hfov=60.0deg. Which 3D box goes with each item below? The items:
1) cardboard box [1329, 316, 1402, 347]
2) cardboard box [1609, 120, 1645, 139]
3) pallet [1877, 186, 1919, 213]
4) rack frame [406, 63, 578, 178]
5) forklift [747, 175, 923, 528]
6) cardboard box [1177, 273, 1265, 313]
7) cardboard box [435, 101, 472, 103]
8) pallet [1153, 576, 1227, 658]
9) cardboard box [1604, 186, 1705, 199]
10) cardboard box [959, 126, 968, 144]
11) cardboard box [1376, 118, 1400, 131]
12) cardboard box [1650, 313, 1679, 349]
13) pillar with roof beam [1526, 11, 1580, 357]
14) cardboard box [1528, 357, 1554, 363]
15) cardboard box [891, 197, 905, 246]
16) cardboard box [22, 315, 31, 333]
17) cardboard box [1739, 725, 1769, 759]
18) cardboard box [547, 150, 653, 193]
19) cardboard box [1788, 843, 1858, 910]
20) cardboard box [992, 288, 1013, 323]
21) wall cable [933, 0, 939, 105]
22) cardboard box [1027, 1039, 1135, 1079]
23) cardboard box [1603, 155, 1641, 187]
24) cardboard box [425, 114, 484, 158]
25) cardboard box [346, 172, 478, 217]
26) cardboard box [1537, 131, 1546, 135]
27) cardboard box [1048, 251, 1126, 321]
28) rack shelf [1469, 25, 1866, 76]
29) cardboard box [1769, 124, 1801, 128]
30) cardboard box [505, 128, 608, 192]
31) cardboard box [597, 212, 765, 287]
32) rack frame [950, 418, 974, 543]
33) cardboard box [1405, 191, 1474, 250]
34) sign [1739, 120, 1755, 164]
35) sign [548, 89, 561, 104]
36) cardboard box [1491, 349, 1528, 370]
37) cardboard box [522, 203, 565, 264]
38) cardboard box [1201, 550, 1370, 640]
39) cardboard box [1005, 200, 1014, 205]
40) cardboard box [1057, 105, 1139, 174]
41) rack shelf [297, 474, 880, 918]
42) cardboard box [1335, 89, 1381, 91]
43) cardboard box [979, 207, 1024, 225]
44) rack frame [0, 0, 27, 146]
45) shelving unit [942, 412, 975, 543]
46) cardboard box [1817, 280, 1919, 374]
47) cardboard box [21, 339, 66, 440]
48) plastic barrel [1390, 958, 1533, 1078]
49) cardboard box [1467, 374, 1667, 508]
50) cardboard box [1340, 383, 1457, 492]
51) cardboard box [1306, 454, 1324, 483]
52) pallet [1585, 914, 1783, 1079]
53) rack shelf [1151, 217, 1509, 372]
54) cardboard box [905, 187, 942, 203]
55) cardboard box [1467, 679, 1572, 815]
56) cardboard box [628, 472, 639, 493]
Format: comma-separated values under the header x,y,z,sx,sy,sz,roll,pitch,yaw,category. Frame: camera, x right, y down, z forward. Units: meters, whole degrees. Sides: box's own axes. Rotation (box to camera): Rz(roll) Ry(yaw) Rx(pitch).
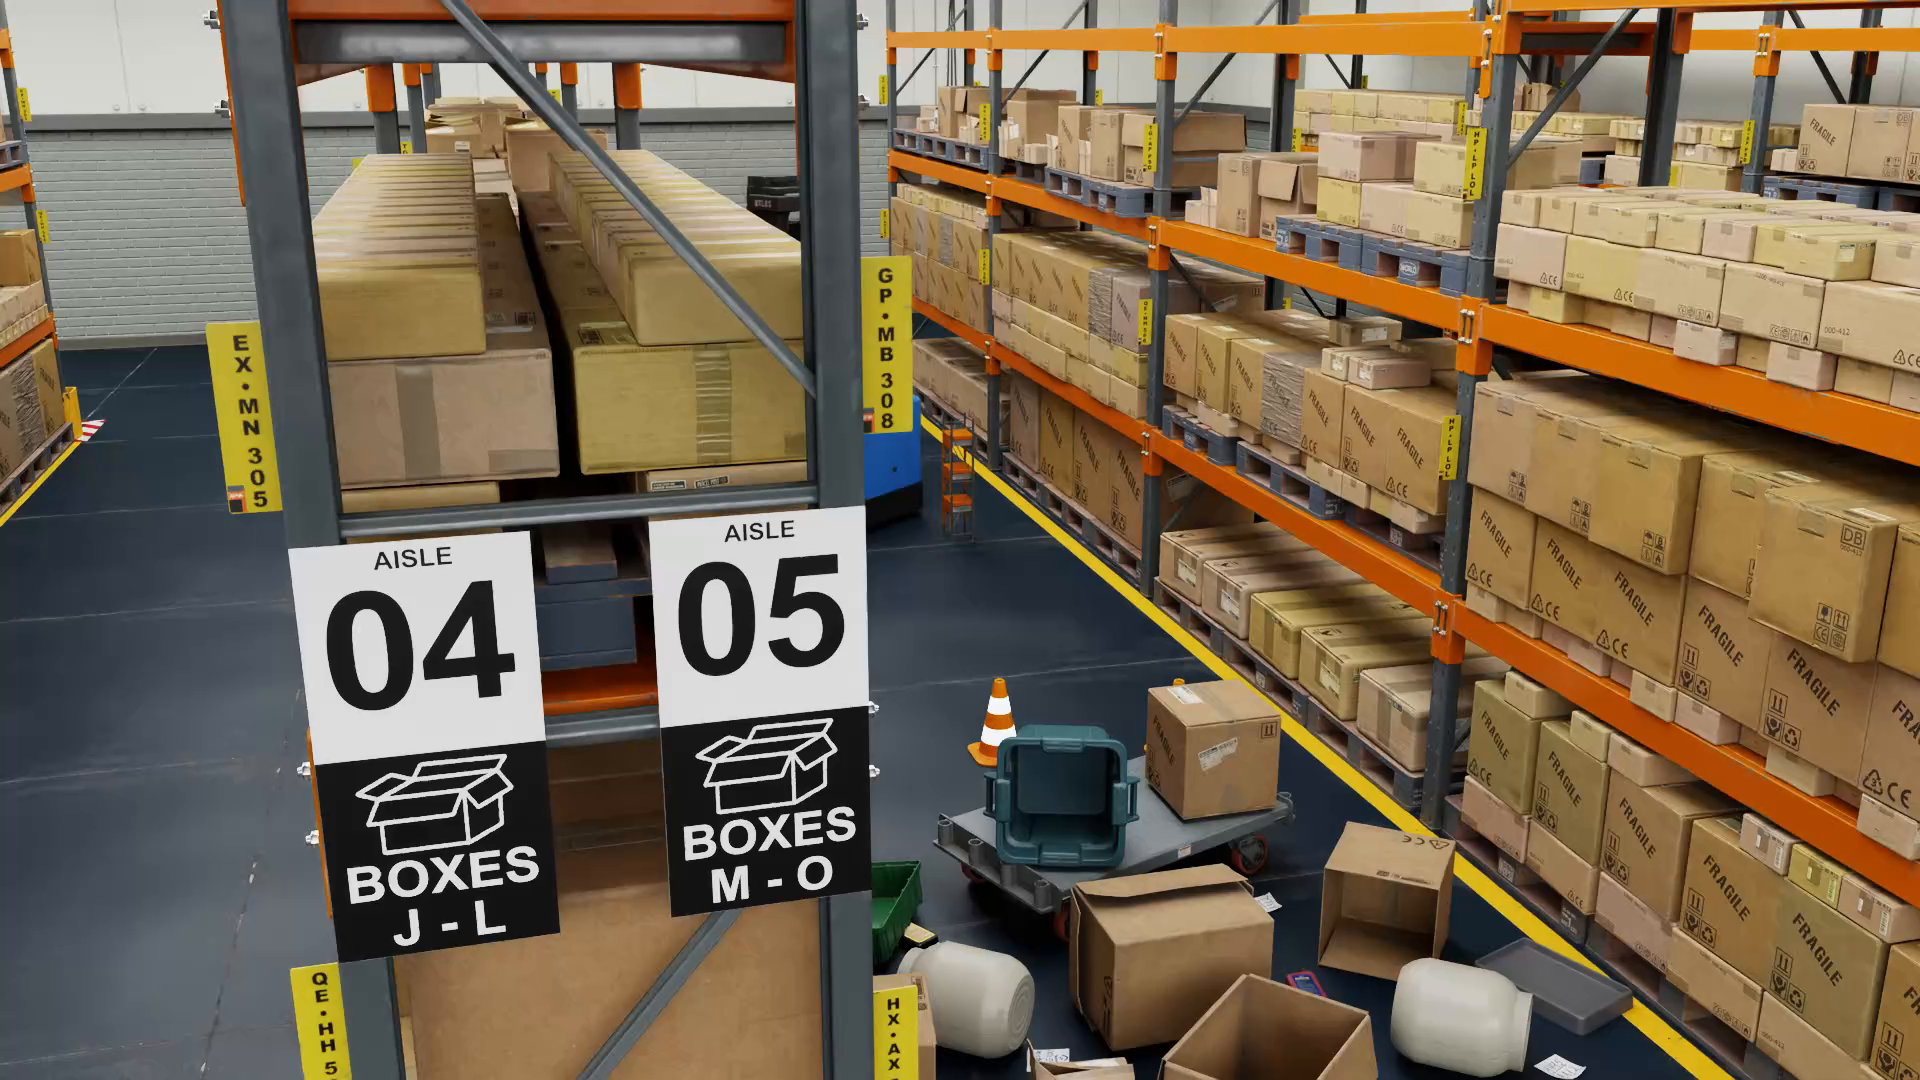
x,y,z,sx,sy,sz,roll,pitch,yaw,category
2.582,-1.325,10.601,0.380,0.149,0.250,-6,18,-18,cardboard box
5.897,-3.575,14.477,0.380,0.149,0.250,-5,17,-15,cardboard box
7.215,-2.303,11.519,1.003,0.211,1.213,-4,17,-13,pallet
-2.871,-3.507,9.985,1.000,3.000,0.127,-5,17,-15,rack frame
-1.822,-1.767,14.740,3.031,2.935,1.130,12,20,34,forklift
1.961,-1.736,12.604,0.500,0.500,0.500,-5,18,-17,cardboard box
-4.922,-4.171,16.108,0.380,0.149,0.250,-4,17,-14,cardboard box
2.074,0.499,11.925,1.003,0.211,1.213,-5,17,-15,pallet
3.257,-1.575,7.816,0.380,0.149,0.250,-4,17,-14,cardboard box
0.206,-3.949,16.205,0.380,0.149,0.250,-4,17,-14,cardboard box
4.877,-4.459,18.114,0.500,0.250,0.500,-4,17,-14,cardboard box
3.096,-0.874,6.869,0.380,0.149,0.250,-5,18,-17,cardboard box
2.069,-5.350,16.120,9.100,9.000,0.400,-5,17,-15,pillar with roof beam
5.912,-1.789,17.180,0.380,0.149,0.250,-5,18,-17,cardboard box
-0.479,-3.637,18.936,0.500,0.500,0.500,-5,17,-16,cardboard box
-9.242,-2.079,16.096,0.380,0.149,0.250,-4,17,-14,cardboard box
3.350,0.769,6.614,0.380,0.149,0.250,-5,17,-15,cardboard box
-1.364,-1.399,6.327,0.380,0.149,0.250,-5,17,-16,cardboard box
3.357,1.239,6.233,0.380,0.149,0.250,-4,17,-14,cardboard box
0.612,-2.183,15.398,0.500,0.250,0.500,-5,17,-17,cardboard box
-1.448,-7.749,24.107,2.355,3.000,0.029,-5,17,-15,wall cable
0.472,2.112,6.460,0.396,0.266,0.258,-2,17,-6,cardboard box
5.982,-3.212,14.476,0.500,0.250,0.500,-5,17,-15,cardboard box
-3.232,-2.576,10.596,0.396,0.266,0.258,-5,17,-15,cardboard box
-1.716,-1.065,5.217,0.380,0.149,0.250,-5,17,-15,cardboard box
5.516,-3.722,15.447,0.380,0.149,0.250,-5,17,-16,cardboard box
1.056,-2.122,13.890,0.500,0.500,0.500,-5,17,-16,cardboard box
6.083,-4.337,14.694,1.077,0.370,4.000,-5,17,-15,rack shelf
6.756,-3.341,13.697,0.380,0.149,0.250,-5,17,-15,cardboard box
-2.124,-1.909,8.800,0.500,0.500,0.500,-5,17,-15,cardboard box
-0.665,-0.696,3.987,0.380,0.149,0.250,-5,17,-15,cardboard box
0.019,-0.484,13.738,0.200,1.050,0.008,-5,17,-15,rack frame
2.661,-1.663,8.590,0.500,0.250,0.500,-5,17,-16,cardboard box
6.110,-3.088,12.907,0.100,0.325,0.005,-5,17,-15,sign
-3.437,-3.658,14.118,0.100,0.325,0.005,-5,17,-15,sign
5.494,-1.822,16.773,0.380,0.149,0.250,-6,18,-18,cardboard box
-1.250,-1.028,5.786,0.500,0.250,0.500,-5,17,-15,cardboard box
2.217,0.365,11.361,0.950,0.372,0.625,-5,17,-16,cardboard box
0.673,-3.391,16.988,0.380,0.149,0.250,-5,17,-17,cardboard box
1.098,-3.203,13.284,0.500,0.500,0.500,-5,17,-15,cardboard box
-1.222,-0.066,4.995,1.077,0.370,4.000,-5,17,-15,rack shelf
4.825,-5.305,20.060,0.500,0.250,0.500,-5,17,-17,cardboard box
0.403,-3.139,16.147,0.380,0.149,0.250,-4,17,-14,cardboard box
-9.866,-5.356,16.140,1.000,3.000,0.127,-5,17,-15,rack frame
-0.015,-0.518,13.850,0.215,1.050,0.252,-5,17,-15,shelving unit
3.376,-0.750,5.765,0.500,0.250,0.500,-4,17,-14,cardboard box
-9.613,-1.495,16.680,0.875,0.875,0.875,-5,17,-15,cardboard box
2.036,1.942,6.751,0.512,0.421,0.421,7,18,23,plastic barrel
2.873,-0.477,7.897,0.700,0.500,0.500,-5,17,-16,cardboard box
2.475,-0.585,9.264,0.500,0.500,0.500,-5,17,-15,cardboard box
2.287,-0.431,9.881,0.380,0.149,0.250,-5,17,-15,cardboard box
3.518,1.910,7.227,1.003,0.211,1.213,-5,17,-15,pallet
2.411,-1.592,10.074,1.077,0.370,4.000,-5,17,-15,rack shelf
-0.404,-3.836,18.467,0.380,0.149,0.250,-4,17,-14,cardboard box
2.863,0.994,8.174,0.500,0.500,0.500,-4,17,-13,cardboard box
-0.529,-0.177,3.646,0.380,0.149,0.250,-5,17,-15,cardboard box
